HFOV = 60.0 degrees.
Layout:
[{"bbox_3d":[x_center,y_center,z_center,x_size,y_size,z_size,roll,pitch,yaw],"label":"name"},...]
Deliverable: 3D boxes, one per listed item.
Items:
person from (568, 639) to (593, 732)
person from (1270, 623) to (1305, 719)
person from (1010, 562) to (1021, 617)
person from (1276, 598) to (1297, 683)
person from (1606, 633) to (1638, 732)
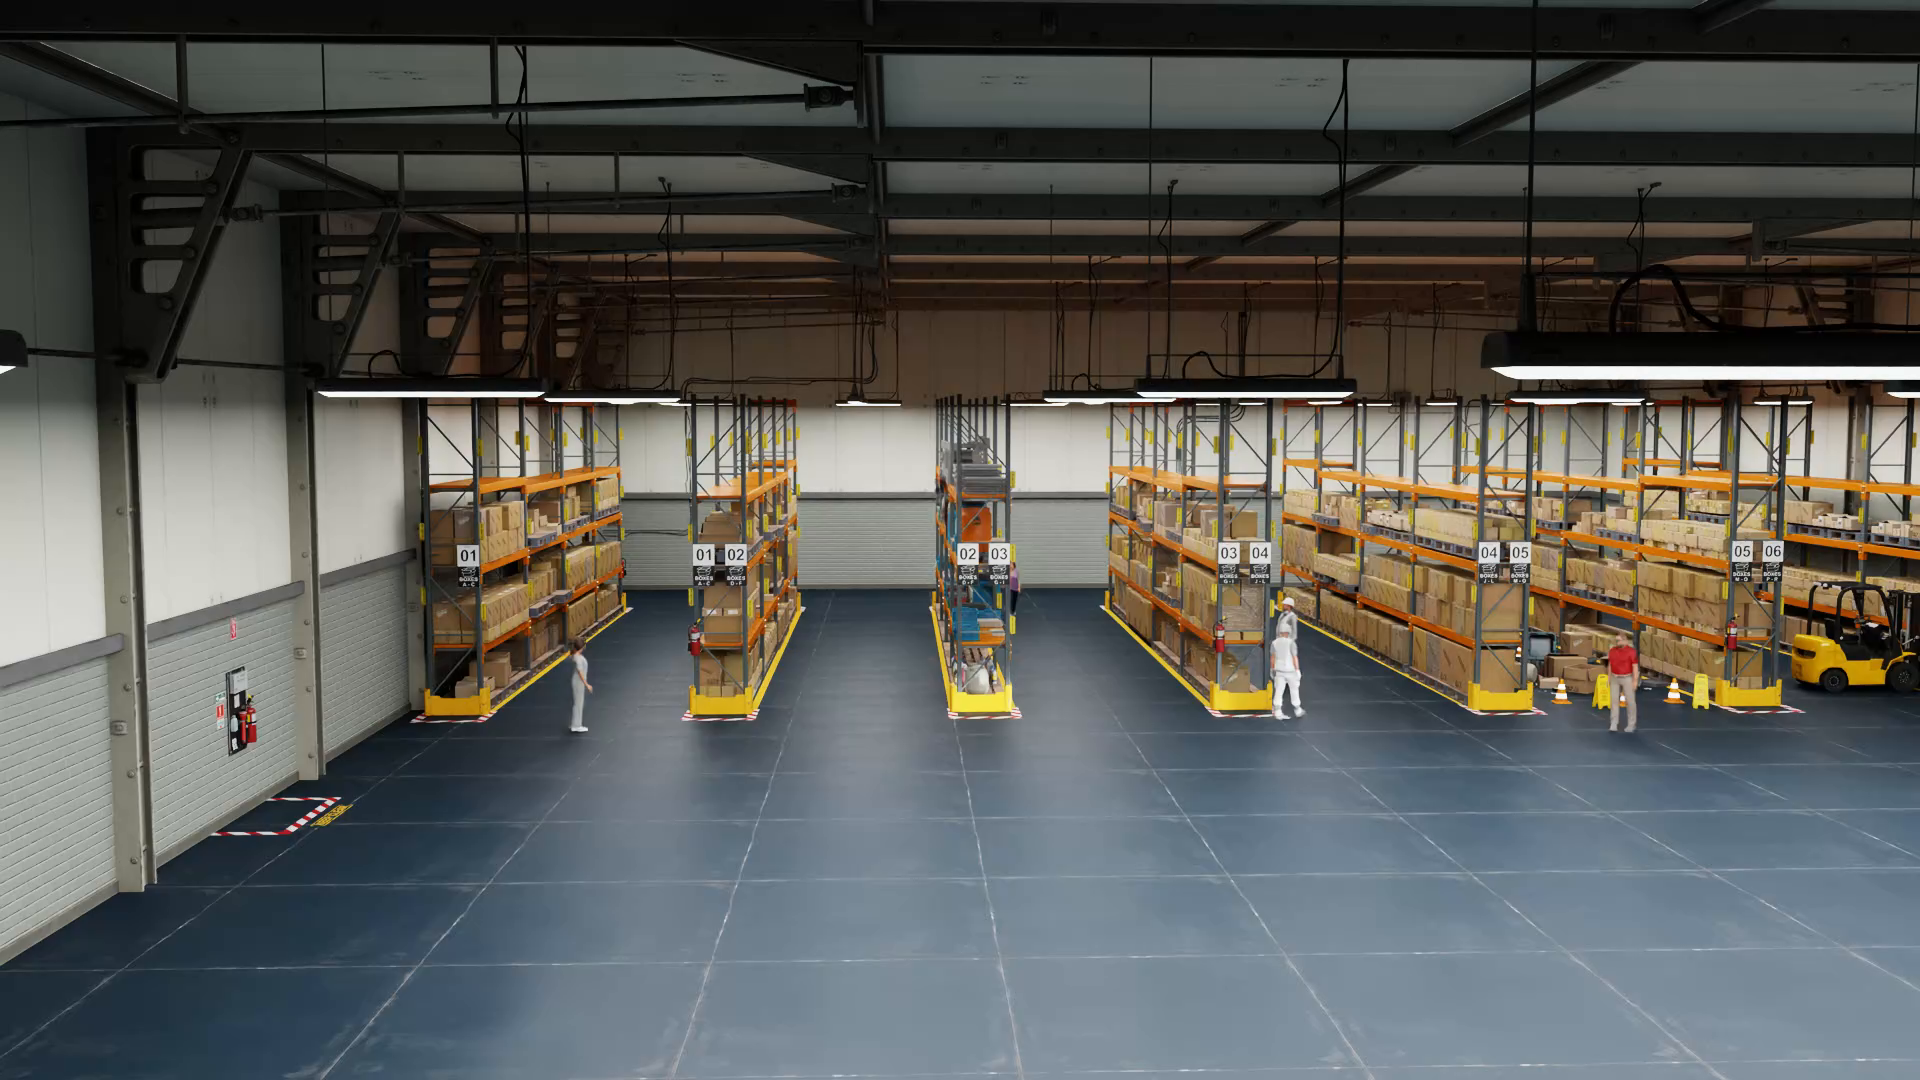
[{"bbox_3d":[-6.762,2.582,29.588,0.415,1.687,0.578,-2,5,-19],"label":"person"},{"bbox_3d":[6.107,2.409,30.767,0.599,1.782,0.739,4,6,41],"label":"person"},{"bbox_3d":[1.442,1.352,45.594,0.423,1.544,0.937,0,5,-5],"label":"person"},{"bbox_3d":[6.827,2.094,34.773,0.383,1.782,0.573,-3,6,-37],"label":"person"},{"bbox_3d":[11.768,2.525,29.592,0.557,1.743,0.442,4,6,41],"label":"person"}]
